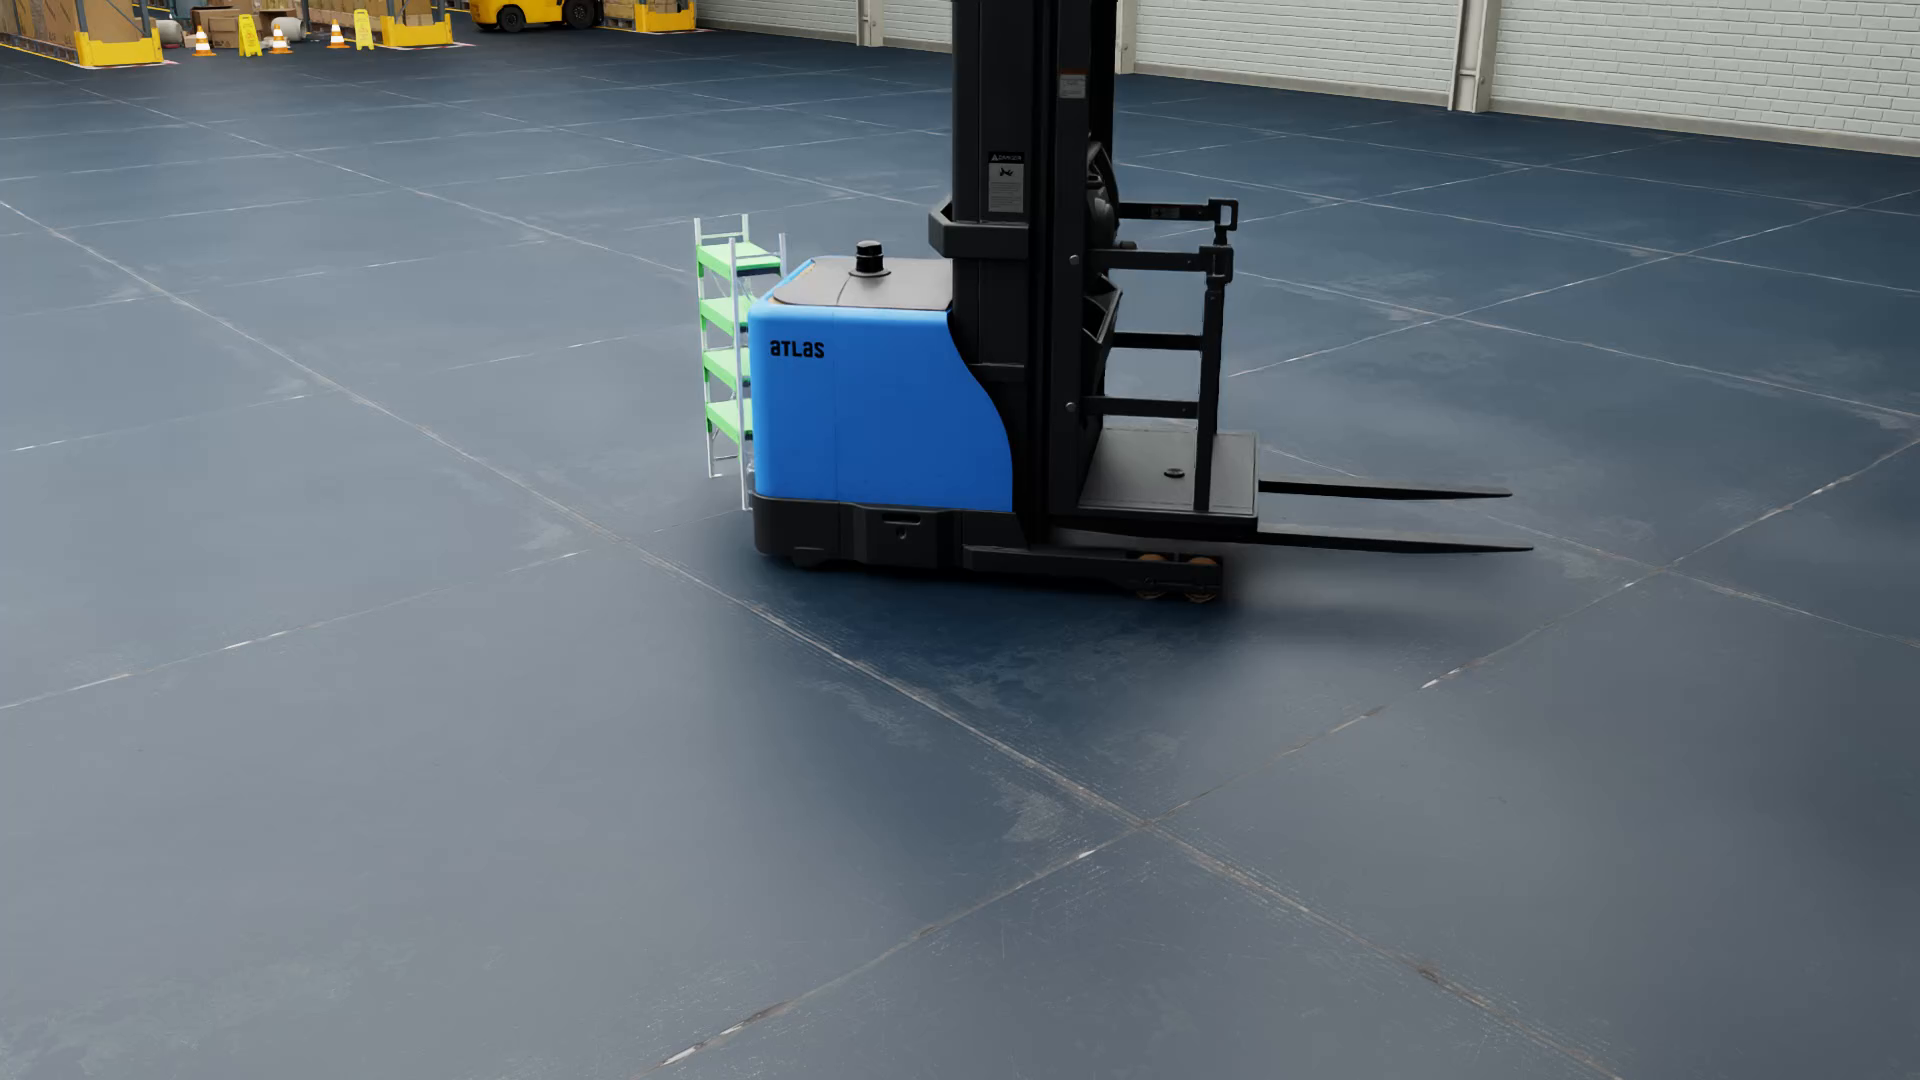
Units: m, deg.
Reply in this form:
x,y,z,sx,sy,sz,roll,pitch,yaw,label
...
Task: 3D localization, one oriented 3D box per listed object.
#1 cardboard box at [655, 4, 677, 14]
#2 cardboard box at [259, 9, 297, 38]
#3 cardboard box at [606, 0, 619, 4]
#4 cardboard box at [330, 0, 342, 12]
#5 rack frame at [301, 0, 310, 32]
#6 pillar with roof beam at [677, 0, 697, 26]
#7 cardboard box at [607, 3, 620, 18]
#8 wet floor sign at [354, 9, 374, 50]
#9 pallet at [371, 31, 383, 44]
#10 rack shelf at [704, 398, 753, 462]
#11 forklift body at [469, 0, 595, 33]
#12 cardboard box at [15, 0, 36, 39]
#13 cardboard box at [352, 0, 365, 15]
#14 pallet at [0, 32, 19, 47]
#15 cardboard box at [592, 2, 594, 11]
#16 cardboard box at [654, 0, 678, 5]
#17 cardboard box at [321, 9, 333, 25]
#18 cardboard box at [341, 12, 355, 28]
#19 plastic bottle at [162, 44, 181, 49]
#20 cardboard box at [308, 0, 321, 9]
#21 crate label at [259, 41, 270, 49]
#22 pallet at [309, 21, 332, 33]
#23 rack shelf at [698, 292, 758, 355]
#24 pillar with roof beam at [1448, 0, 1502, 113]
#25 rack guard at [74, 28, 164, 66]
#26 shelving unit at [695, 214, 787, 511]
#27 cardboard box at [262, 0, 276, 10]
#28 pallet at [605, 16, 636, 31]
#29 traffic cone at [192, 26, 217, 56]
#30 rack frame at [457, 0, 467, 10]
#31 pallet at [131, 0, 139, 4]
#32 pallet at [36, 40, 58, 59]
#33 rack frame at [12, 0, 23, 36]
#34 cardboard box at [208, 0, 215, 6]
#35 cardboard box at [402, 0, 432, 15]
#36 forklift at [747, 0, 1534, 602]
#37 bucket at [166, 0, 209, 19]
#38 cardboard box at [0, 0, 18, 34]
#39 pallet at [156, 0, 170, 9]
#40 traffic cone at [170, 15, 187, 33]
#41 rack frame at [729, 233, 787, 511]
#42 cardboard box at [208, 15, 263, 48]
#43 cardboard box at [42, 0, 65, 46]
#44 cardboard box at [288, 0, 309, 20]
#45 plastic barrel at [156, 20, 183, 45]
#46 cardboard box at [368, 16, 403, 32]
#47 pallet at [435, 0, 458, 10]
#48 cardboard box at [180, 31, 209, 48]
x,y,z,sx,sy,sz,roll,pitch,yaw,label
-5.876,-10.363,32.523,0.500,0.250,0.500,-17,27,-37,cardboard box
-12.404,-9.405,30.308,0.500,0.500,0.500,0,21,-1,cardboard box
-6.578,-10.615,32.481,0.500,0.250,0.500,-18,28,-38,cardboard box
-11.197,-9.936,30.406,0.500,0.500,0.500,-16,26,-35,cardboard box
-12.073,-11.188,31.435,1.000,3.000,0.127,-17,27,-37,rack frame
-8.737,-13.441,28.961,9.100,9.000,0.400,-17,27,-37,pillar with roof beam
-6.567,-10.375,32.554,0.500,0.250,0.500,-17,27,-37,cardboard box
-10.148,-8.679,28.259,0.267,0.644,0.232,-8,23,-19,wet floor sign
-10.015,-9.038,29.770,1.003,0.211,1.213,-17,27,-37,pallet
-0.948,-0.505,7.460,0.258,0.148,0.480,-10,23,-24,rack shelf
-8.324,-10.960,32.017,2.313,2.155,1.214,-17,27,-37,forklift body
-15.399,-8.997,28.180,0.875,0.875,0.875,-17,27,-37,cardboard box
-10.525,-9.650,29.674,0.500,0.500,0.500,-16,27,-36,cardboard box
-16.318,-8.878,29.362,1.003,0.211,1.213,-17,27,-37,pallet
-7.243,-10.653,33.265,0.500,0.250,0.500,-16,27,-36,cardboard box
-5.853,-10.593,32.425,0.500,0.250,0.500,-17,27,-36,cardboard box
-11.535,-9.731,30.910,0.500,0.250,0.500,-16,26,-34,cardboard box
-10.871,-9.445,30.181,0.500,0.250,0.500,-19,28,-39,cardboard box
-13.503,-8.455,28.486,0.133,0.061,0.283,12,24,27,plastic bottle
-11.892,-10.225,31.143,0.500,0.500,0.500,-16,26,-35,cardboard box
-11.899,-8.406,28.257,0.298,0.136,0.250,7,23,18,crate label
-11.608,-9.712,31.492,1.003,0.211,1.213,-17,27,-37,pallet
-0.948,-0.952,7.285,0.258,0.148,0.480,-10,23,-24,rack shelf
3.013,-8.468,16.264,9.100,9.000,0.400,-17,27,-37,pillar with roof beam
-13.130,-7.706,25.973,1.175,0.500,0.348,-17,27,-37,rack guard
-0.948,-0.788,7.350,0.258,1.200,0.503,-10,23,-24,shelving unit
-13.344,-10.694,33.201,0.950,0.372,0.625,-16,27,-36,cardboard box
-6.235,-10.168,32.656,1.003,0.211,1.213,-17,27,-37,pallet
-12.417,-8.180,27.234,0.336,0.463,0.334,-17,27,-37,traffic cone
-10.926,-13.476,37.276,1.000,3.000,0.127,-17,27,-37,rack frame
-19.325,-13.002,39.892,1.003,0.211,1.213,-17,27,-37,pallet
-14.519,-8.117,27.419,1.003,0.211,1.213,-17,27,-37,pallet
-15.757,-9.981,28.355,1.000,3.000,0.127,-17,27,-37,rack frame
-15.651,-11.957,35.737,0.875,0.875,0.875,-17,27,-37,cardboard box
-9.795,-9.642,29.655,0.500,0.500,0.500,-19,28,-39,cardboard box
0.735,-1.338,6.381,3.031,2.935,1.130,4,22,9,forklift
-13.921,-9.676,29.980,0.726,0.611,0.620,-8,13,-19,bucket
-16.230,-9.280,29.072,1.050,0.750,0.750,-18,27,-38,cardboard box
-17.732,-12.328,38.171,1.003,0.211,1.213,-17,27,-37,pallet
-14.890,-9.858,31.518,0.336,0.463,0.334,-17,27,-37,traffic cone
-0.844,-0.707,7.144,0.240,1.200,0.015,-10,23,-24,rack frame
-12.526,-8.803,28.769,0.637,0.503,0.797,3,22,9,cardboard box
-14.214,-8.497,26.902,0.875,0.875,0.875,-18,28,-38,cardboard box
-12.417,-10.304,32.206,0.950,0.372,0.625,-17,27,-37,cardboard box
-13.854,-8.834,28.957,0.512,0.421,0.421,0,21,-1,plastic barrel
-10.209,-9.164,29.462,0.500,0.250,0.500,-18,27,-38,cardboard box
-11.385,-12.392,38.335,1.003,0.211,1.213,-17,27,-37,pallet
-13.239,-8.672,28.761,0.396,0.266,0.258,-12,25,-28,cardboard box
